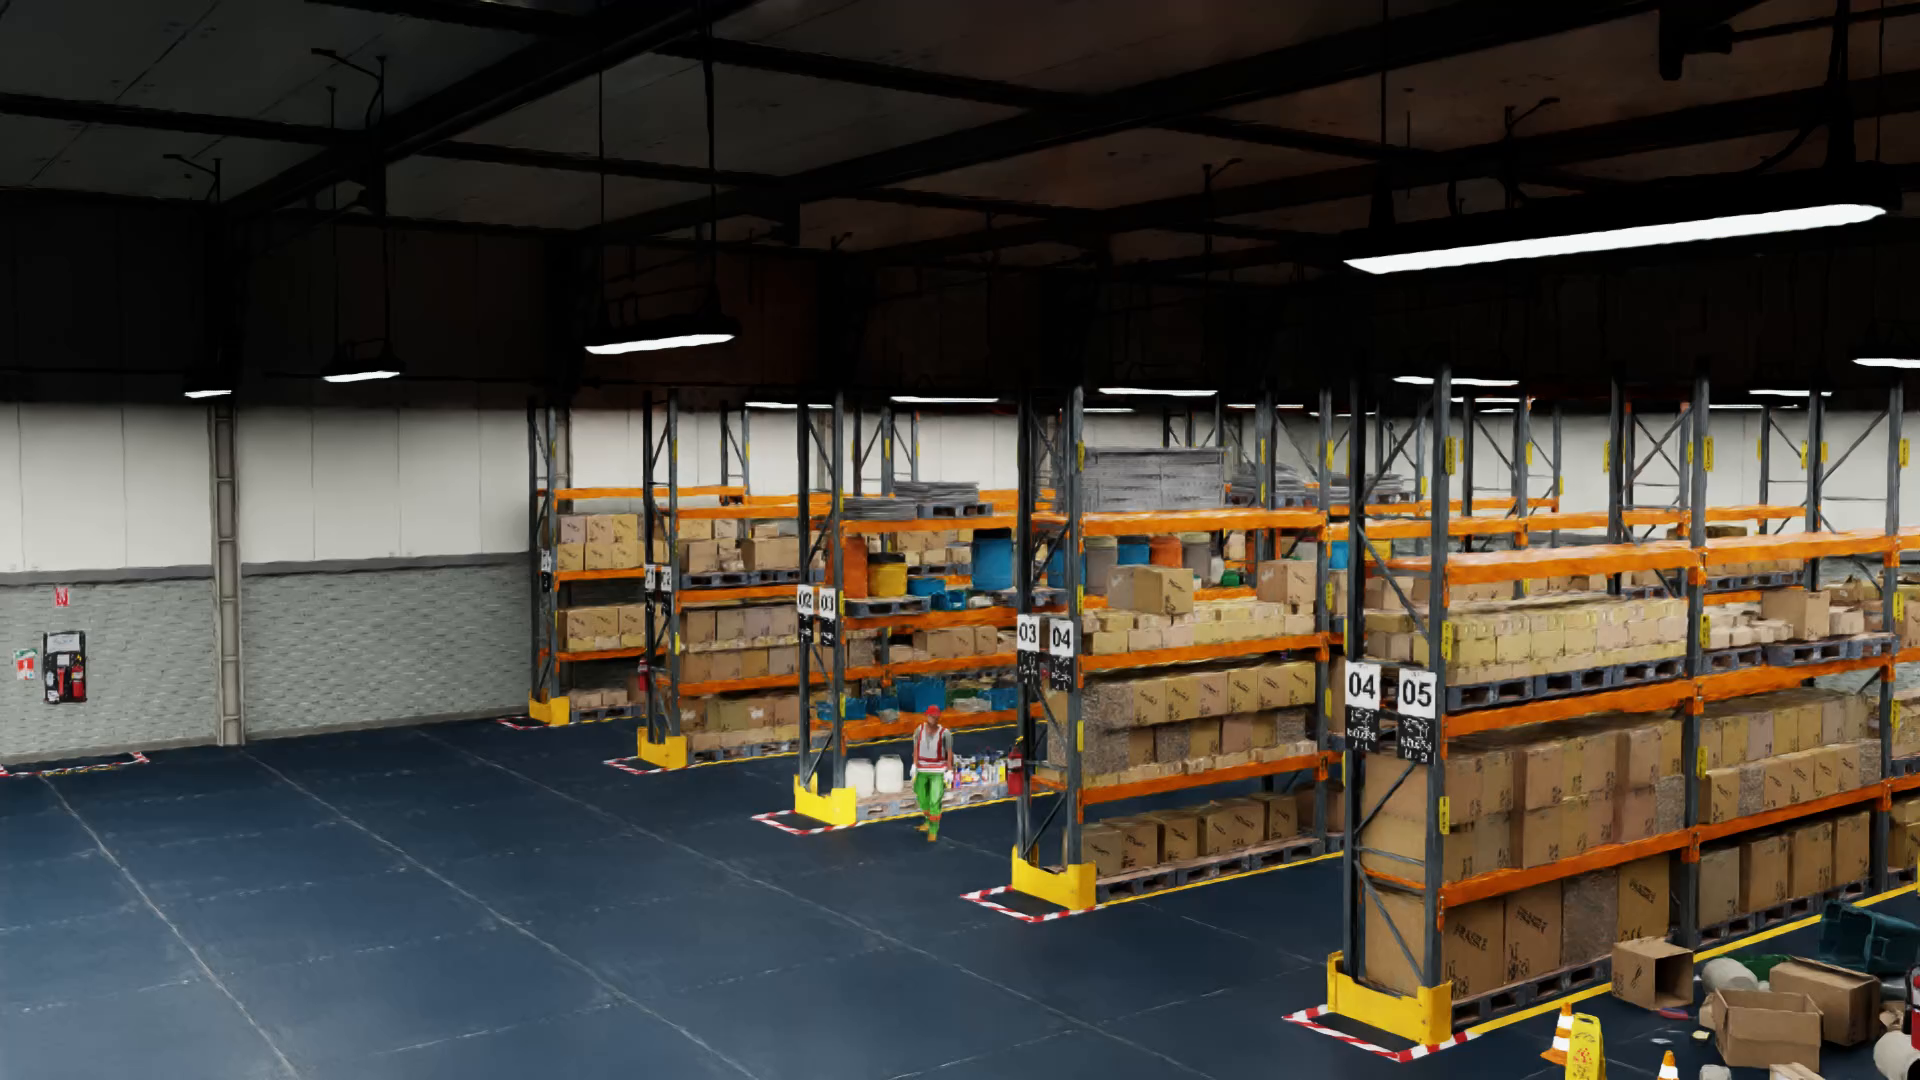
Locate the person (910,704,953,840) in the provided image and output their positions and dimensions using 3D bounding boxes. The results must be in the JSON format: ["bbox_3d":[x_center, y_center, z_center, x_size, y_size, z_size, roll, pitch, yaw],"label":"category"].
[{"bbox_3d":[-0.356,2.999,21.693,0.583,1.776,0.574,1,4,19],"label":"person"}]
